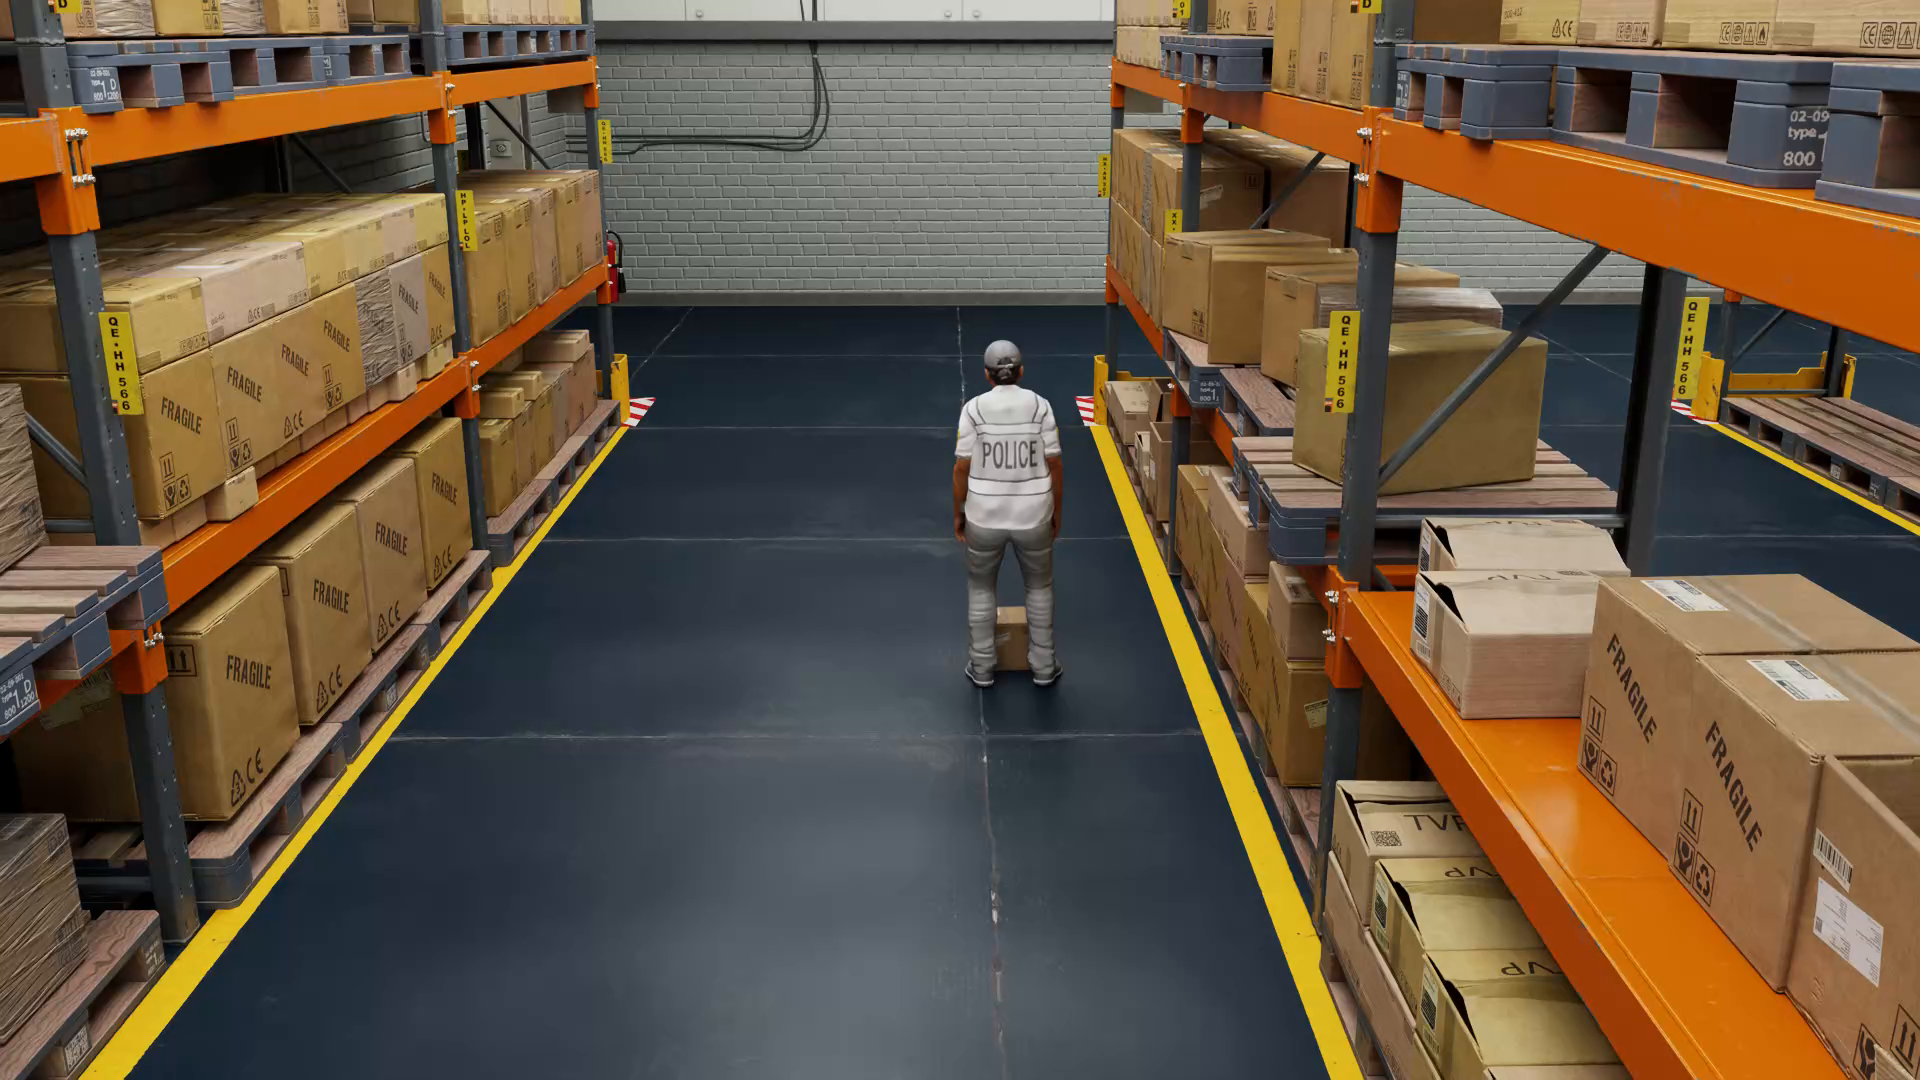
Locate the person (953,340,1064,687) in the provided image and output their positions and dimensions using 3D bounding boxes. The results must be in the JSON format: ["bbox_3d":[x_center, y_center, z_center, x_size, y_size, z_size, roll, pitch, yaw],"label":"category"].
[{"bbox_3d":[0.237,-0.116,7.910,0.549,1.664,0.470,-1,17,-2],"label":"person"}]
